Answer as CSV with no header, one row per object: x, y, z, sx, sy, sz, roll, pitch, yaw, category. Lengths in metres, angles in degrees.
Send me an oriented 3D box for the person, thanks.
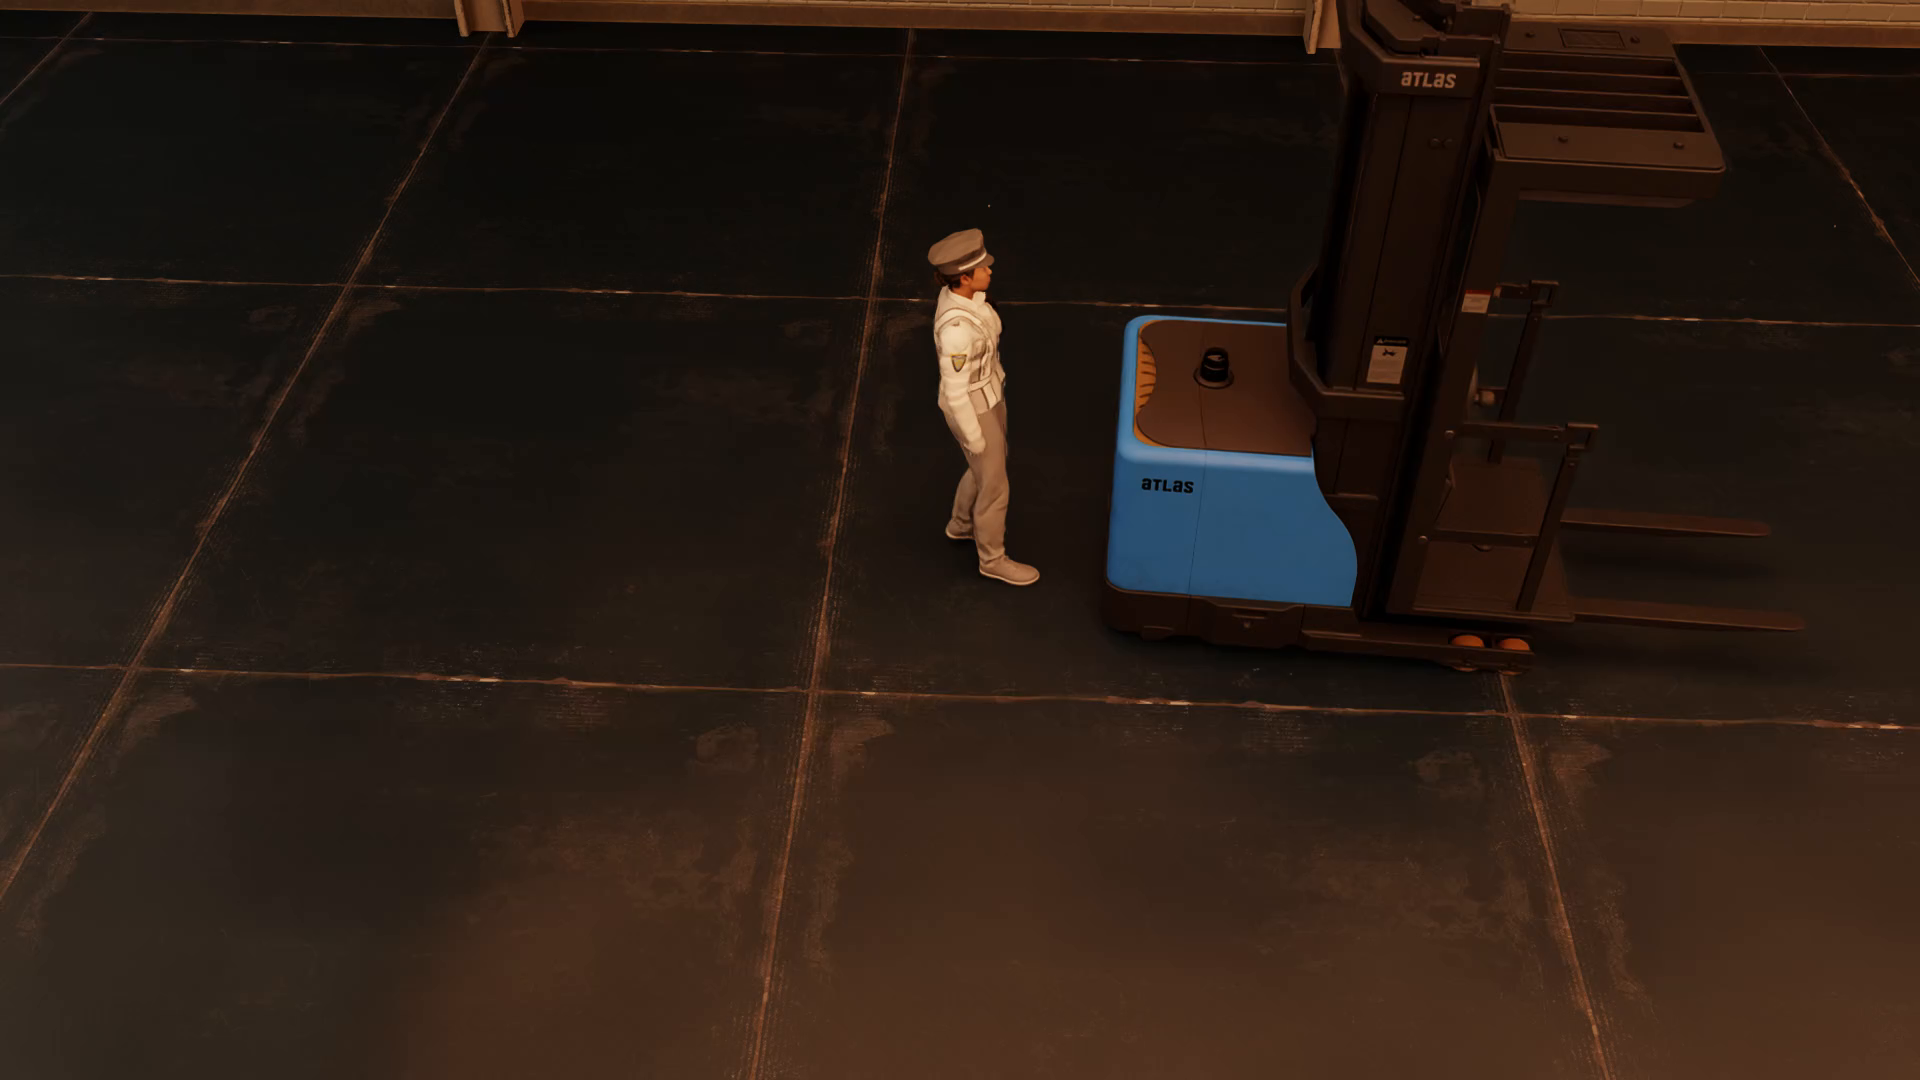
0.133,-0.612,7.366,0.538,1.679,0.617,5,43,5,person

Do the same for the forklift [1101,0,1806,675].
2.182,-0.873,6.698,3.031,2.935,1.130,4,43,5,forklift
